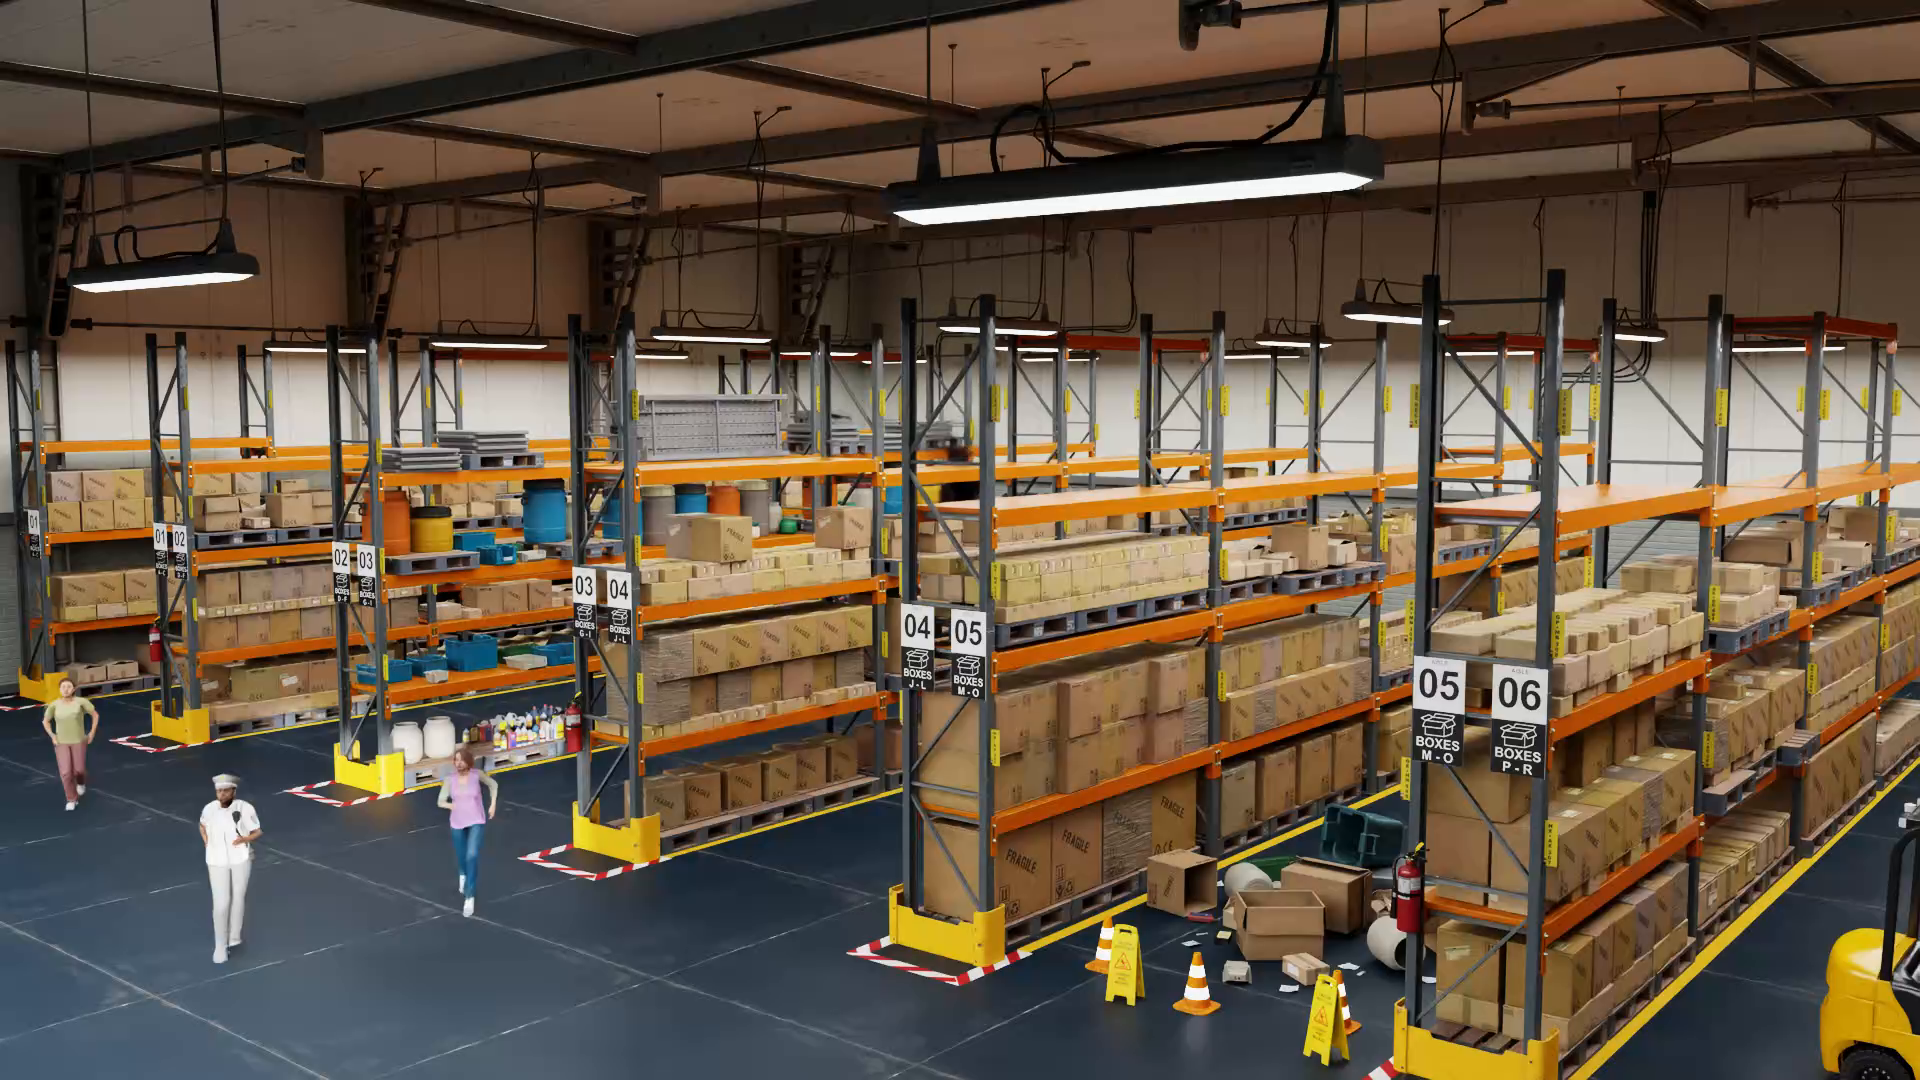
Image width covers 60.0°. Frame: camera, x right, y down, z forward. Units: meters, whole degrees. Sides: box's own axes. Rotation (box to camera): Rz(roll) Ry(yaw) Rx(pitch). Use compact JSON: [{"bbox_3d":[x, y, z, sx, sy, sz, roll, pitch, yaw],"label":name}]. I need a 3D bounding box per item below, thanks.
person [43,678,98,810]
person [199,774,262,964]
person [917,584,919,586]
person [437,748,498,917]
[{"bbox_3d":[-11.041,2.502,20.663,0.609,1.629,0.573,-2,6,-24],"label":"person"},{"bbox_3d":[-6.646,2.980,15.168,0.545,1.754,0.717,-2,5,-21],"label":"person"},{"bbox_3d":[-0.900,1.161,34.931,0.702,1.729,0.603,2,5,19],"label":"person"},{"bbox_3d":[-4.926,2.870,16.677,0.549,1.627,0.832,0,5,-4],"label":"person"}]
